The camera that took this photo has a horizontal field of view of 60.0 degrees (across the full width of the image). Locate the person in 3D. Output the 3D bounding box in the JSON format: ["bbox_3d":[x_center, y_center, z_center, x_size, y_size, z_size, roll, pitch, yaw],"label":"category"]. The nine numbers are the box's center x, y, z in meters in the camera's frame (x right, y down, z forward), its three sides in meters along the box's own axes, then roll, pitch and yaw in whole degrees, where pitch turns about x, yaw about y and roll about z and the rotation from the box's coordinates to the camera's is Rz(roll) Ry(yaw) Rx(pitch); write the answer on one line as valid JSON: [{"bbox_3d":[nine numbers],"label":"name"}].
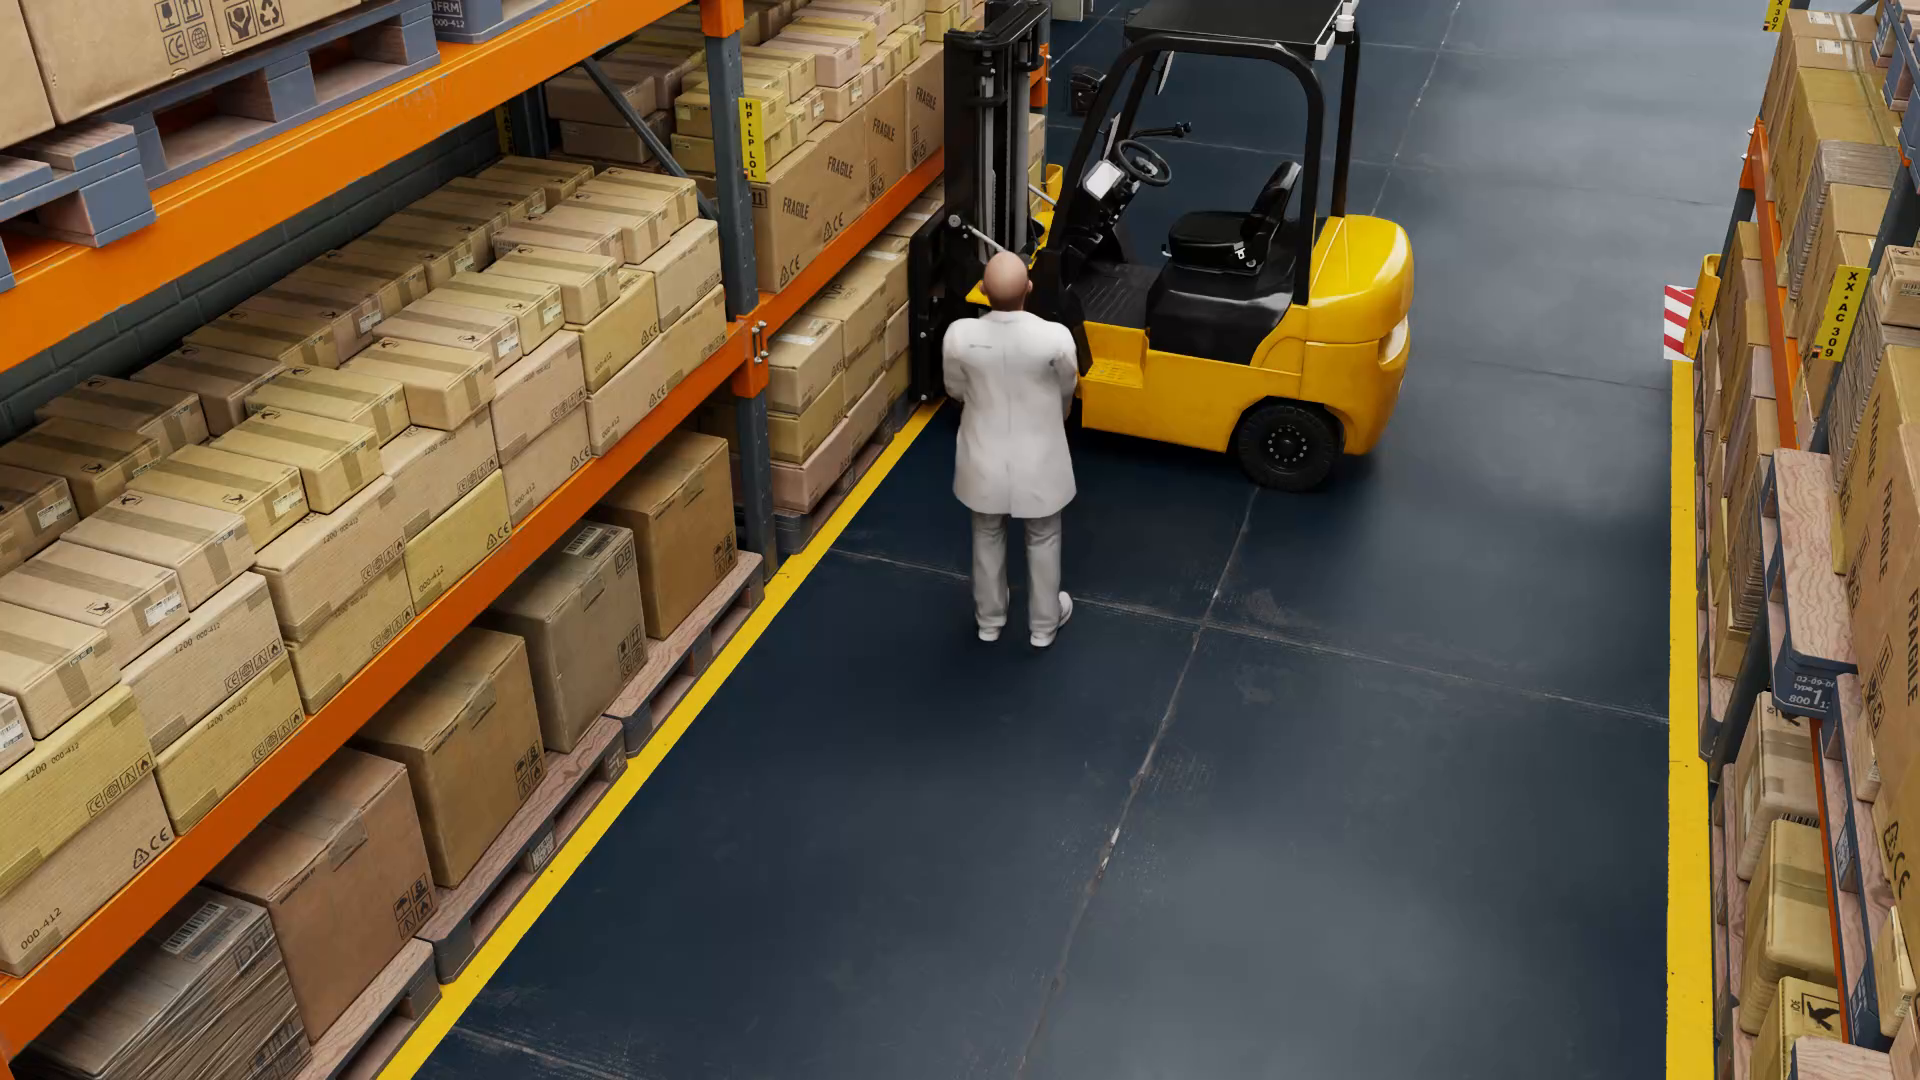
[{"bbox_3d":[0.214,-0.398,6.767,0.543,1.779,0.550,4,33,7],"label":"person"}]
